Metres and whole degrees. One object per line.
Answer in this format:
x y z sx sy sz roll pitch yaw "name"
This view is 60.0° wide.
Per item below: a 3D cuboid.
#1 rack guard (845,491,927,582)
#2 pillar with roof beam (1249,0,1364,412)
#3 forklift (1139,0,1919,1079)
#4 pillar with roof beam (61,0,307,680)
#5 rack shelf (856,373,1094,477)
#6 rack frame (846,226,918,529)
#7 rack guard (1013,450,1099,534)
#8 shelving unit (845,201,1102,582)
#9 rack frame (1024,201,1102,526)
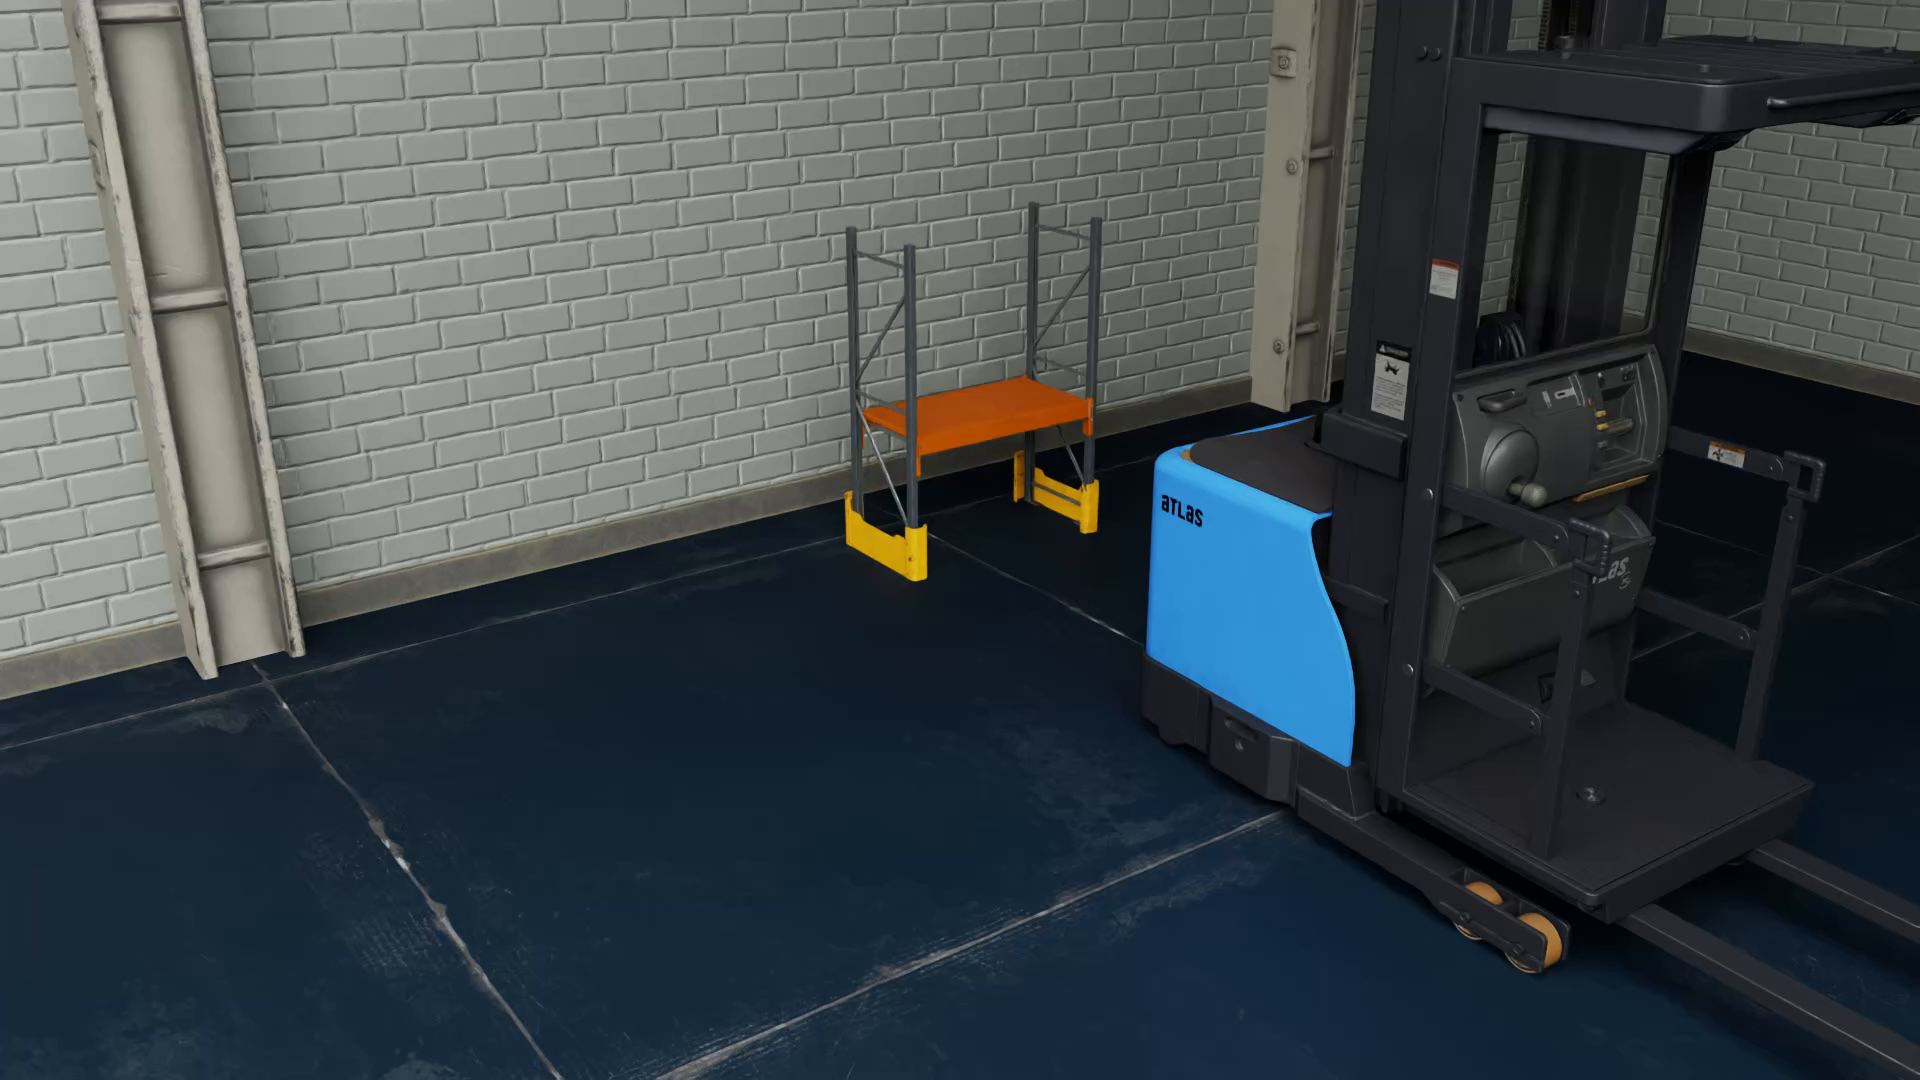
-0.342 -0.025 7.621 0.087 0.250 0.587 -15 26 -33 "rack guard"
4.490 -3.723 5.084 0.400 9.000 9.100 -15 26 -33 "pillar with roof beam"
1.900 -0.320 4.744 1.130 2.935 3.031 -14 26 -31 "forklift"
-0.381 -2.424 1.830 0.400 9.000 9.100 -15 26 -33 "pillar with roof beam"
0.069 -0.548 7.731 1.000 0.185 0.538 -15 26 -33 "rack shelf"
-0.343 -0.605 7.389 0.032 1.500 0.500 -15 26 -33 "rack frame"
0.466 -0.240 8.162 0.087 0.250 0.587 -15 26 -33 "rack guard"
0.062 -0.713 7.660 1.083 1.500 0.587 -15 26 -33 "shelving unit"
0.482 -0.825 7.940 0.032 1.500 0.500 -15 26 -33 "rack frame"
